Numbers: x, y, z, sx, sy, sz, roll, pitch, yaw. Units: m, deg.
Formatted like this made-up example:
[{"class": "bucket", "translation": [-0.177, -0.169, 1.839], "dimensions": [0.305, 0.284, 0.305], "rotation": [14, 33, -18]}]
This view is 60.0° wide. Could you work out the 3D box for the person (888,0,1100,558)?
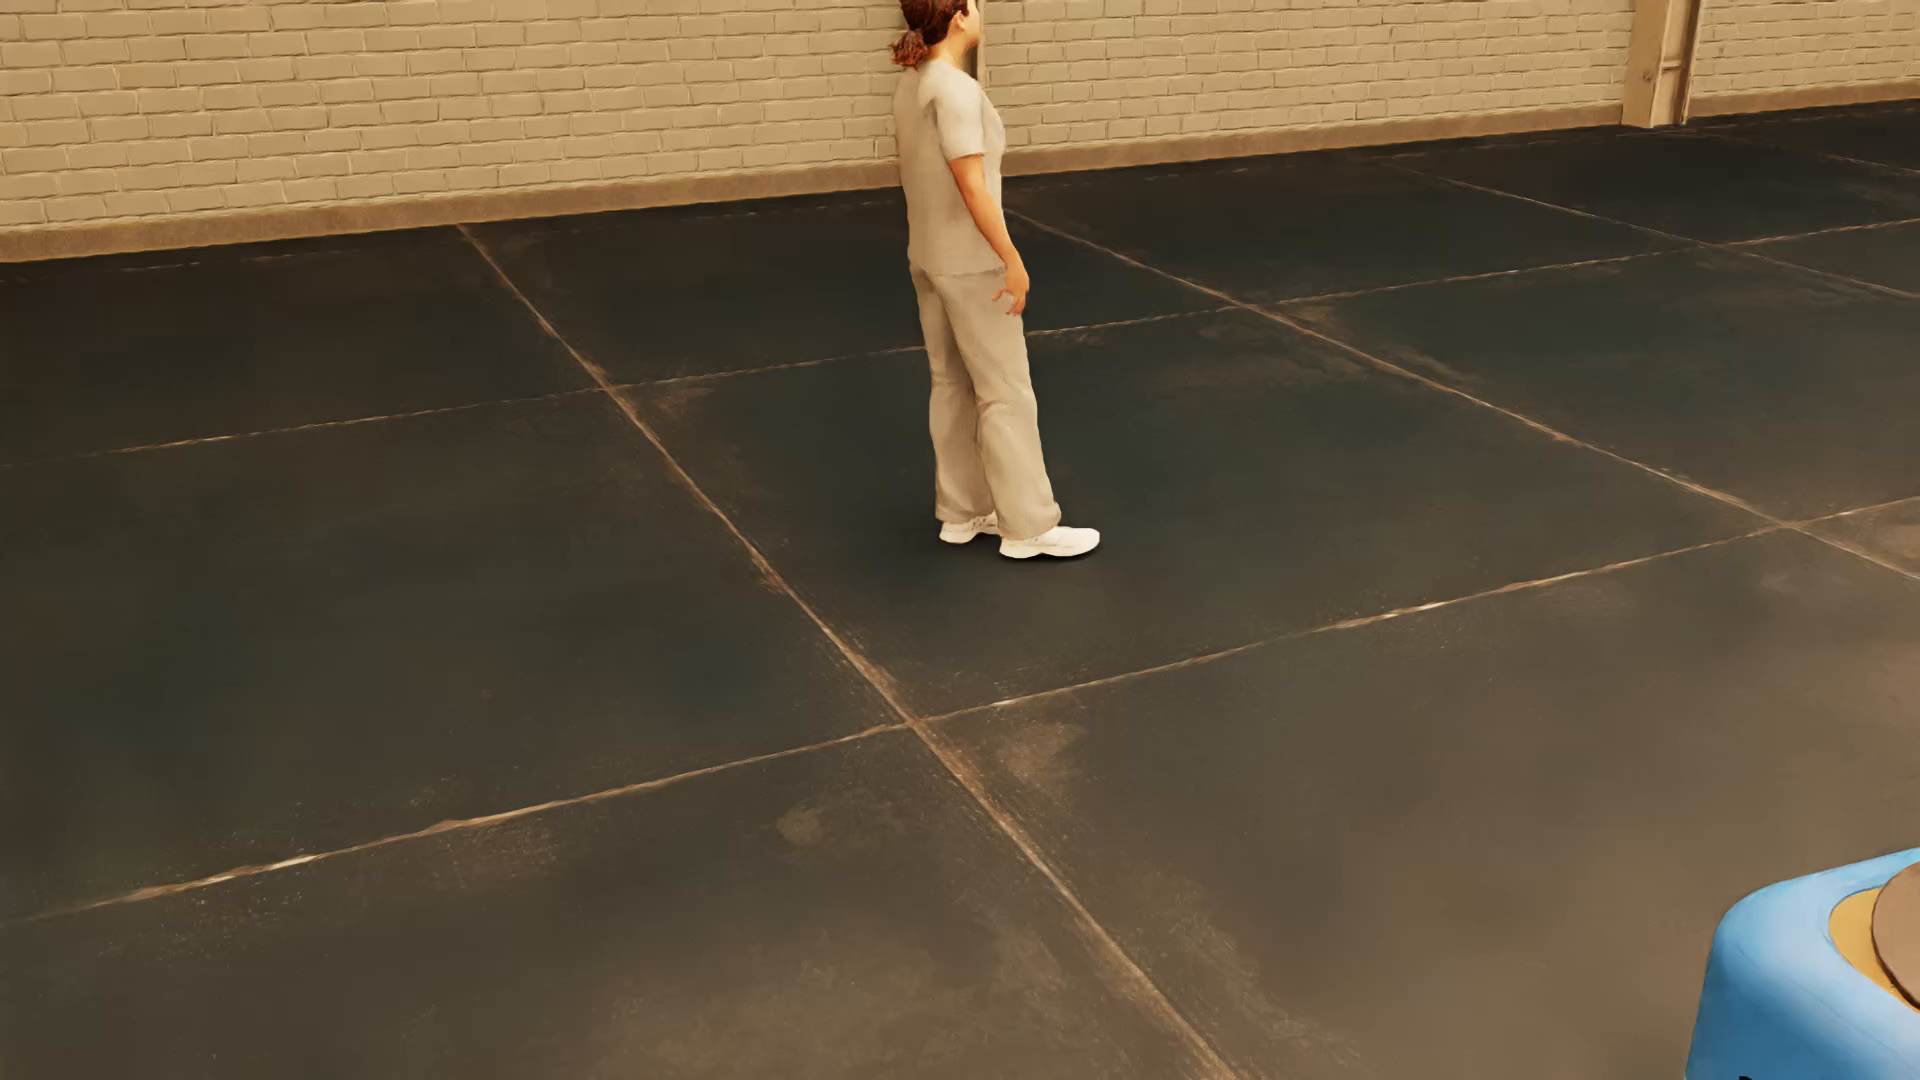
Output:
[{"class": "person", "translation": [0.080, -0.784, 4.806], "dimensions": [0.532, 1.663, 0.550], "rotation": [-10, 25, -23]}]
